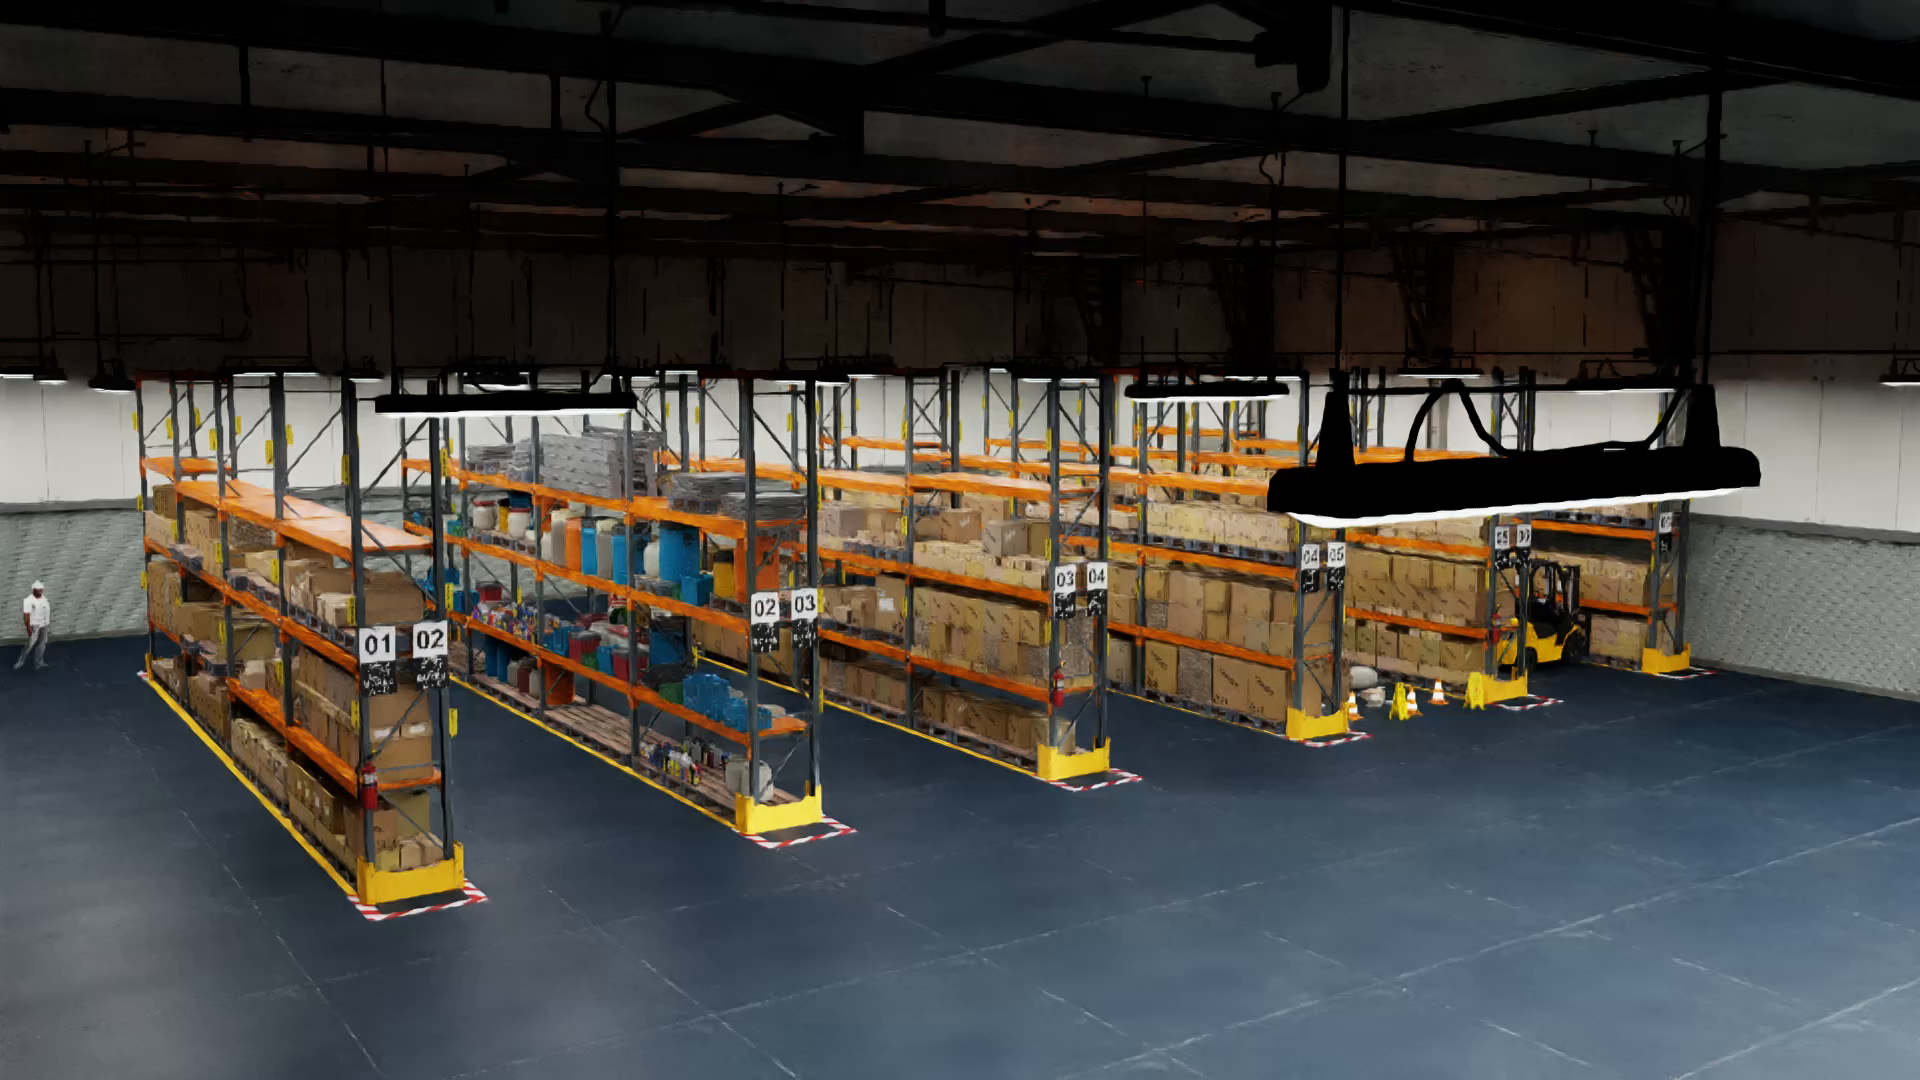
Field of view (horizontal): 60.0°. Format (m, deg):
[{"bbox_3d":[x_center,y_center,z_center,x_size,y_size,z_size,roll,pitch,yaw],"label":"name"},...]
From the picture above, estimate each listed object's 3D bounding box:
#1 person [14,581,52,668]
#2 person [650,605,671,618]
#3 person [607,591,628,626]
[{"bbox_3d":[-18.586,1.703,33.297,0.526,1.758,0.740,2,7,14],"label":"person"},{"bbox_3d":[-5.910,1.788,32.912,0.517,1.675,0.414,3,7,26],"label":"person"},{"bbox_3d":[-7.351,1.411,35.967,0.553,1.709,1.123,-4,8,-31],"label":"person"}]
